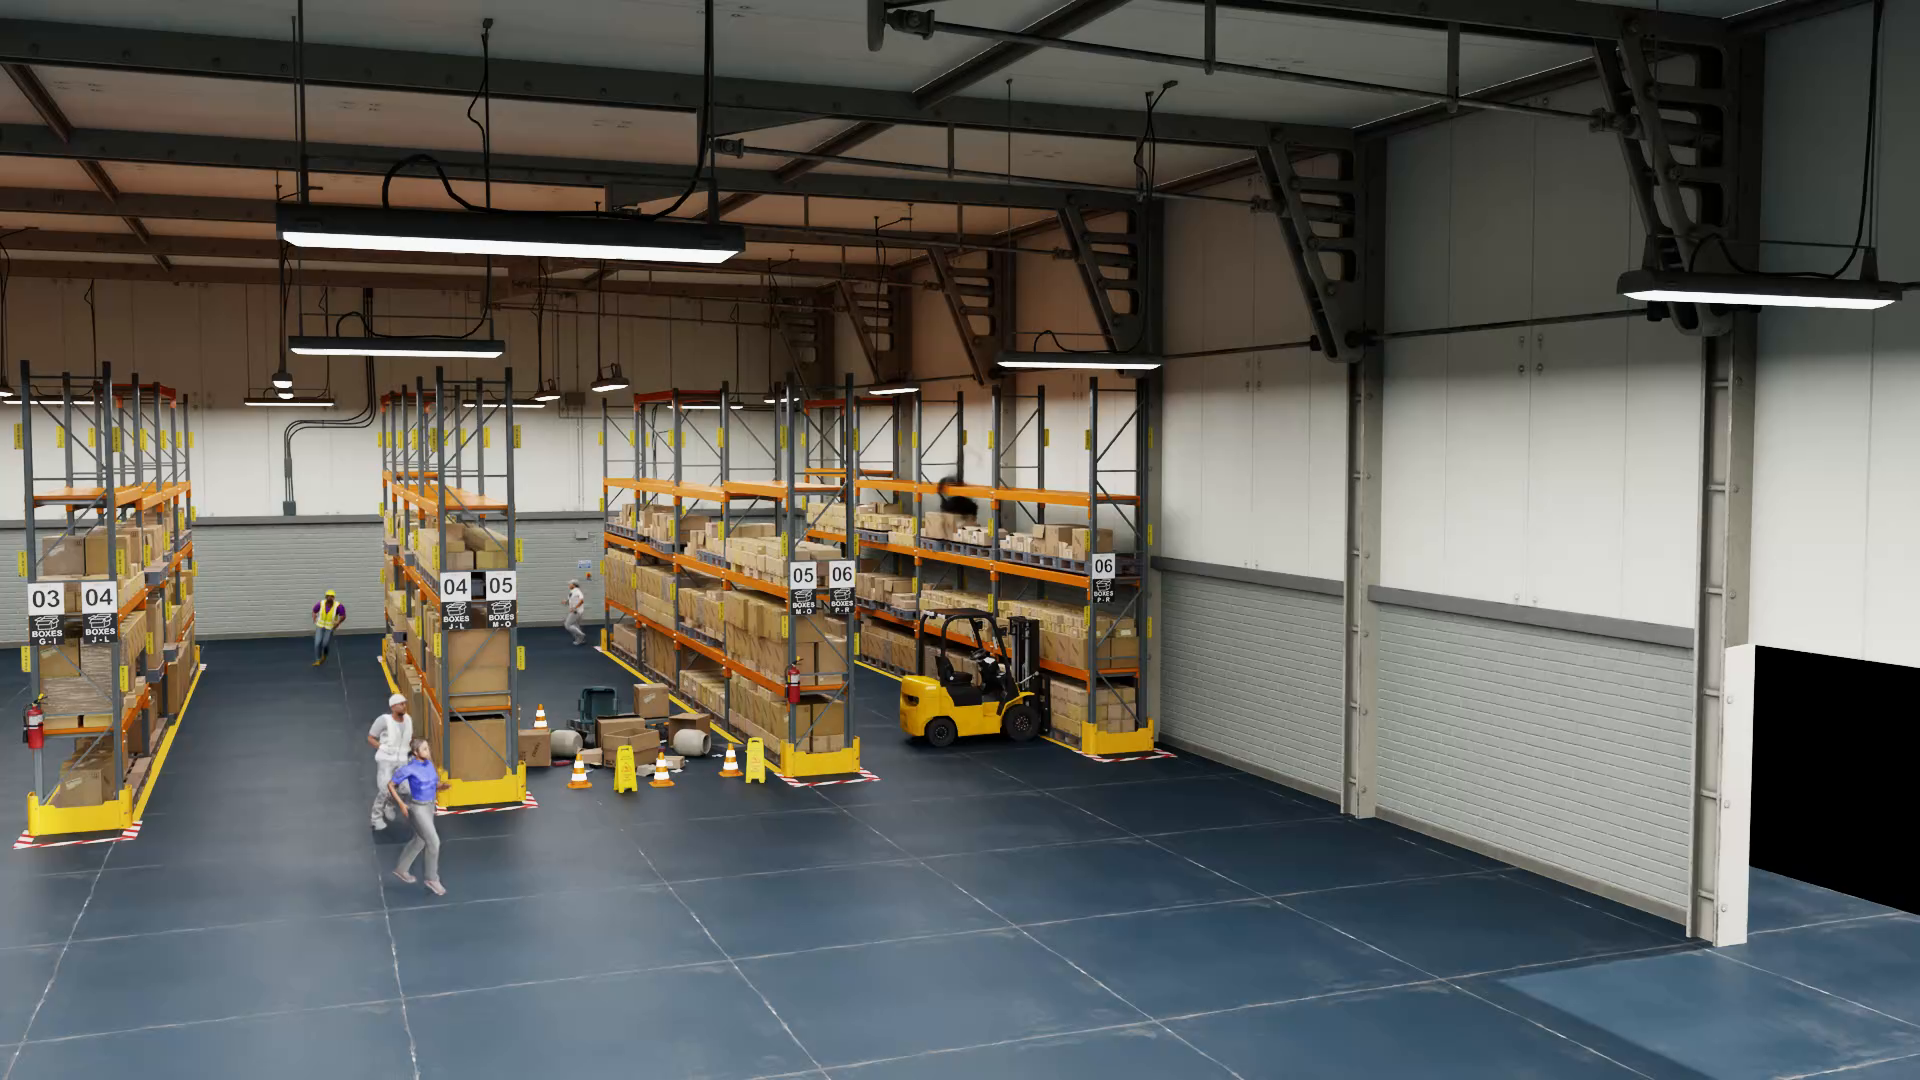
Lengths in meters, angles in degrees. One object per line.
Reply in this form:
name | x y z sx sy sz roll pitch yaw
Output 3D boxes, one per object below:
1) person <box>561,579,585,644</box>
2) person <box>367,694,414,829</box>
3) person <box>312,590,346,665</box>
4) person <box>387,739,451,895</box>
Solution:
person | -9.440 1.753 40.561 0.560 1.614 0.618 -1 4 -12
person | -7.316 2.851 21.571 0.563 1.703 0.683 3 5 44
person | -14.067 1.942 36.969 0.711 1.677 0.601 0 3 -2
person | -5.999 3.064 18.467 0.778 1.718 0.549 1 4 12
